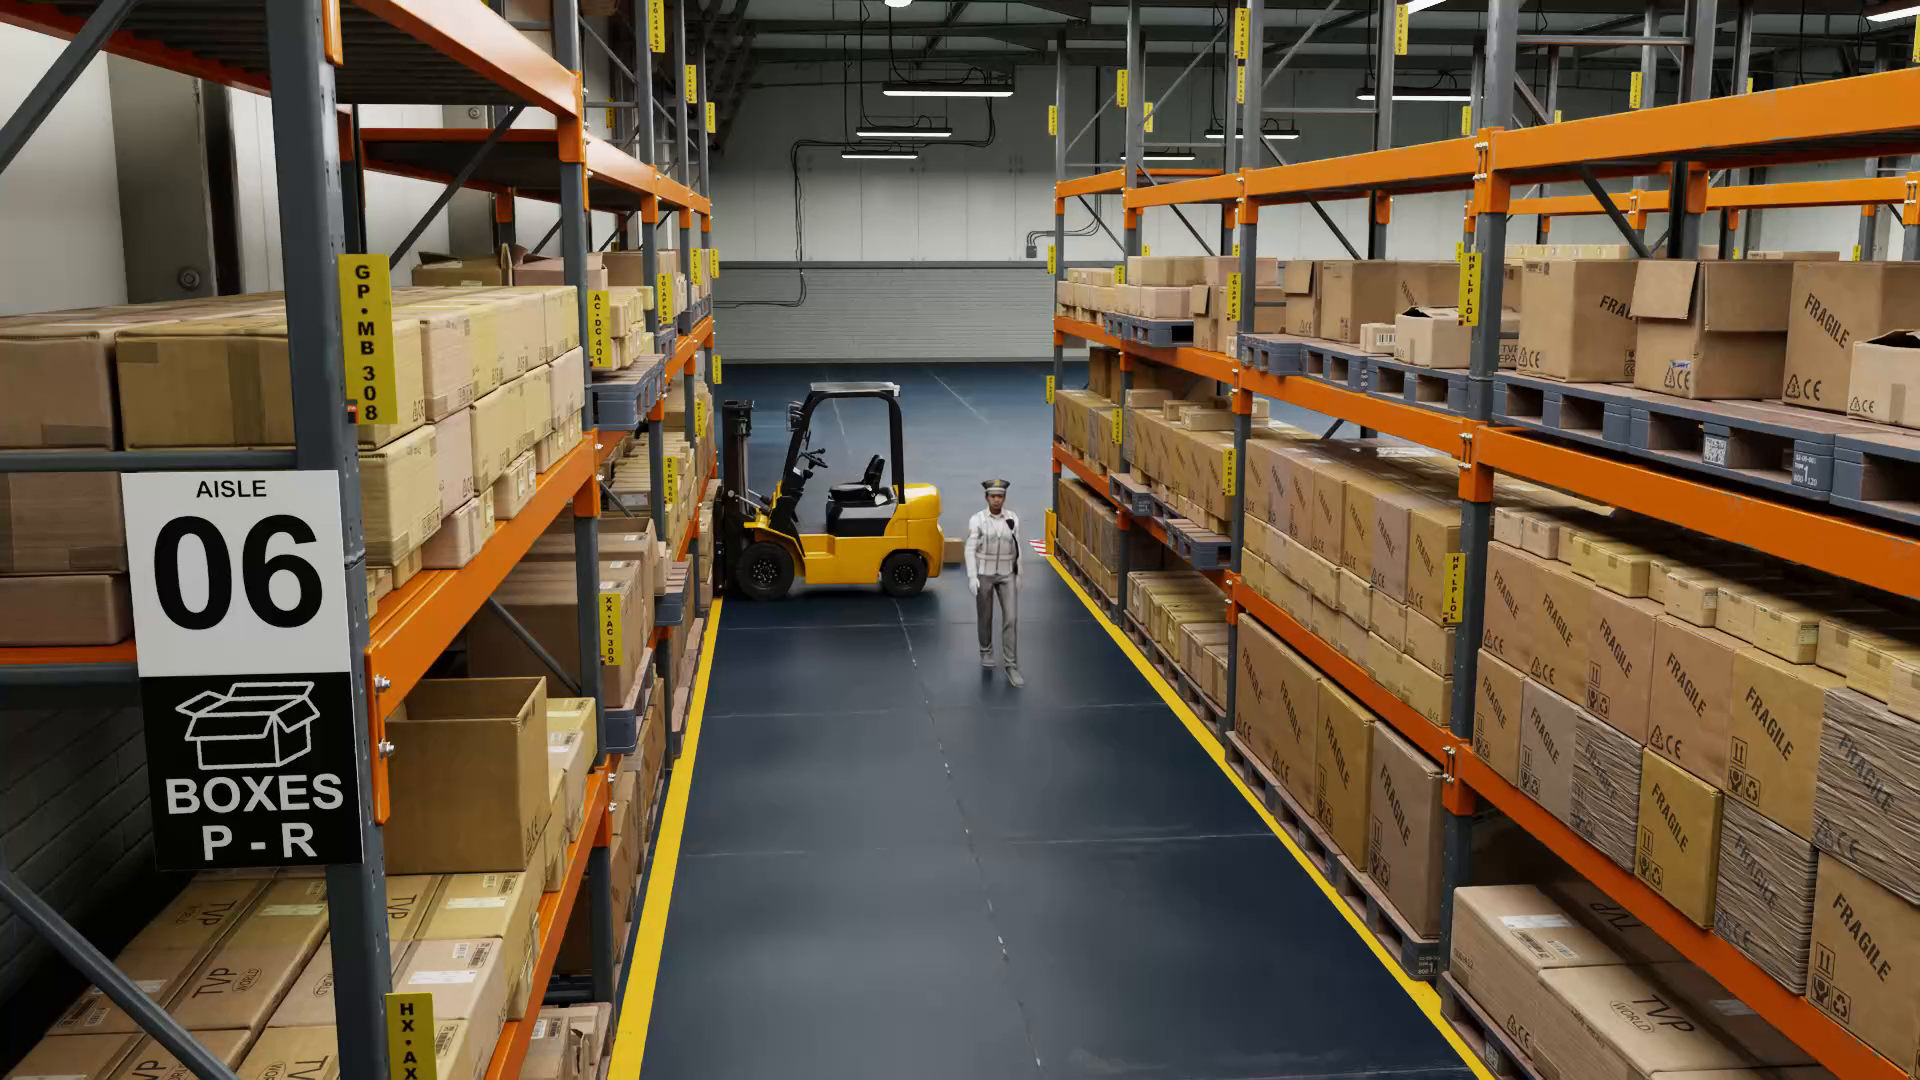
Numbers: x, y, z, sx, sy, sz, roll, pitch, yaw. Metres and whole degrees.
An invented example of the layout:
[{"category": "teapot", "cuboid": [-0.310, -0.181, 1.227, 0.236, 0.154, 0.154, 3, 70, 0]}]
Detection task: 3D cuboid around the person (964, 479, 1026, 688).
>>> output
[{"category": "person", "cuboid": [0.297, 0.328, 13.984, 0.517, 1.695, 0.810, -2, 10, -8]}]
